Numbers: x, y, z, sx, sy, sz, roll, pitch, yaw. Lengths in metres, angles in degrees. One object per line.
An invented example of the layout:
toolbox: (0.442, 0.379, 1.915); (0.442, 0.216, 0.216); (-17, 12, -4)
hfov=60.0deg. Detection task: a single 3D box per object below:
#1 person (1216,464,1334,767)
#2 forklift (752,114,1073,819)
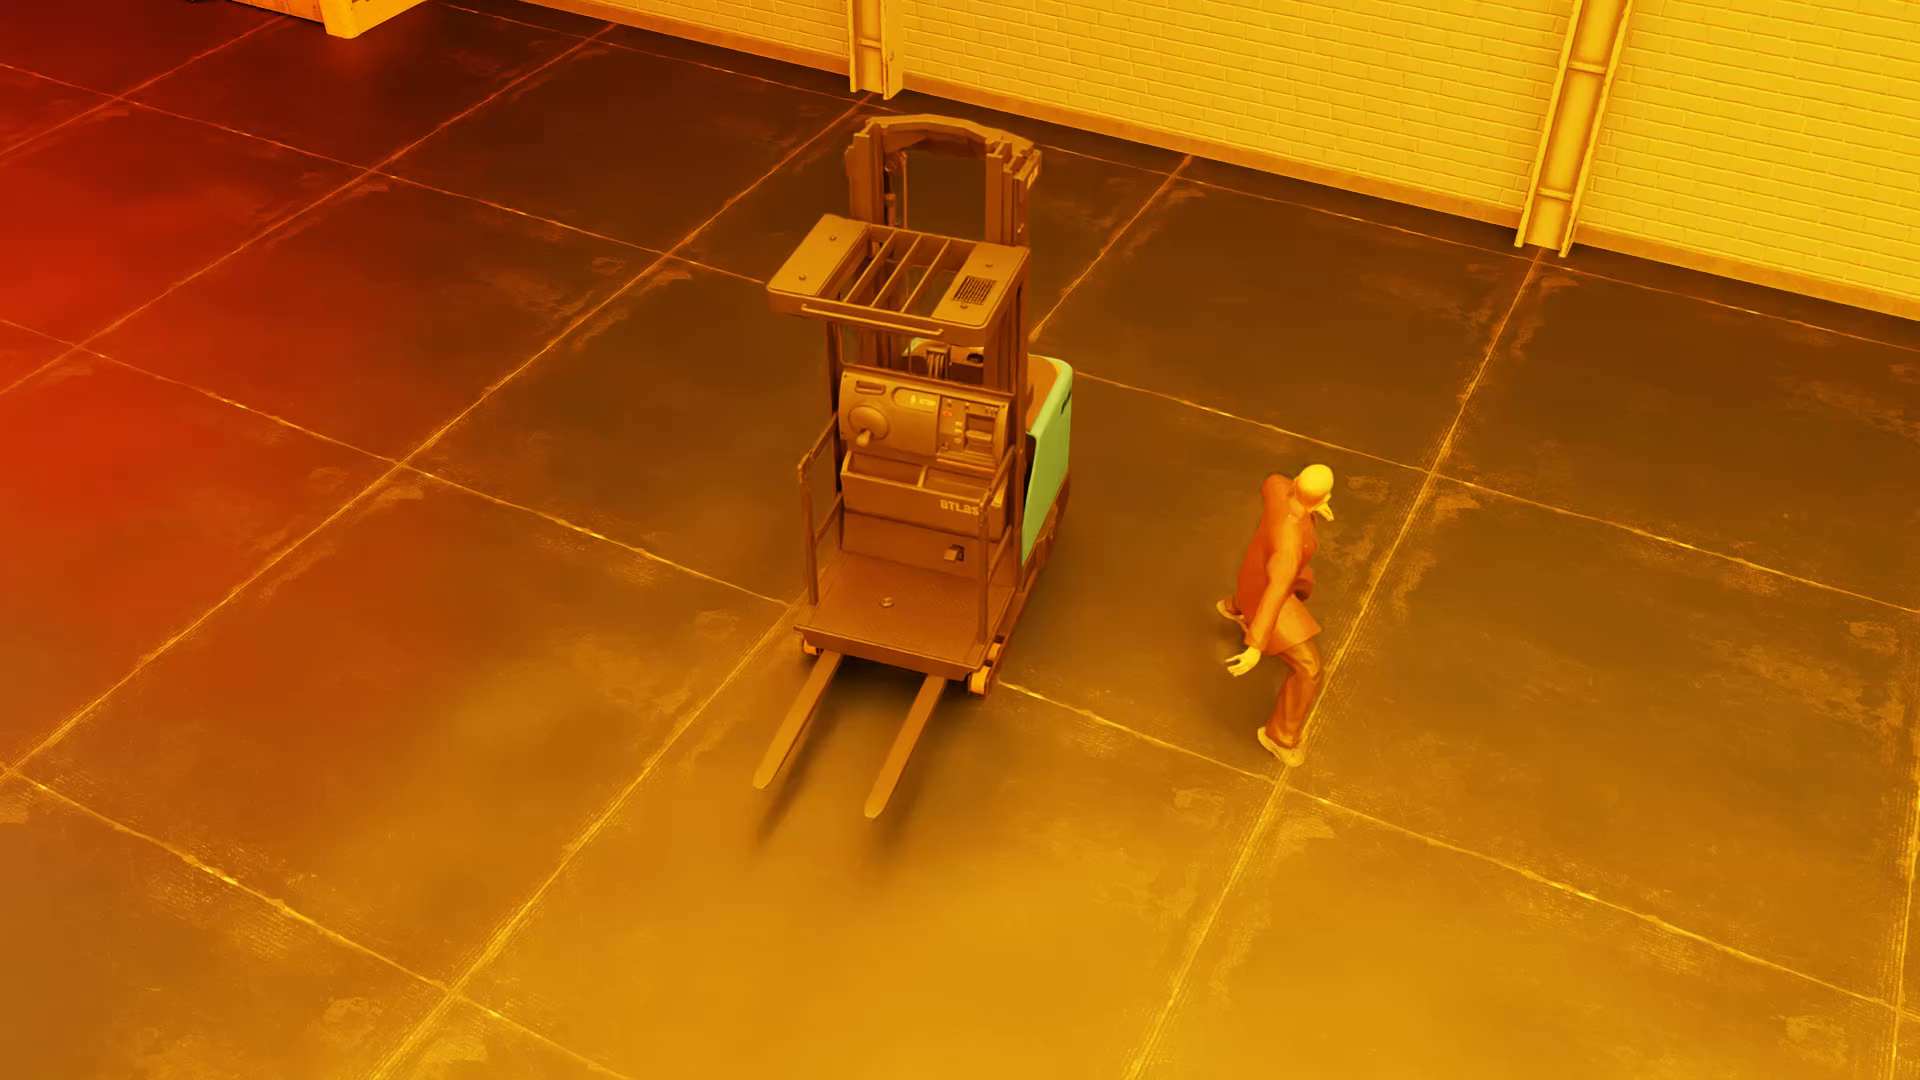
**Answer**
person: (1.660, 0.320, 8.702); (0.606, 1.703, 1.218); (7, 41, 8)
forklift: (-0.263, -0.558, 8.649); (1.130, 2.935, 3.031); (12, 42, 14)
